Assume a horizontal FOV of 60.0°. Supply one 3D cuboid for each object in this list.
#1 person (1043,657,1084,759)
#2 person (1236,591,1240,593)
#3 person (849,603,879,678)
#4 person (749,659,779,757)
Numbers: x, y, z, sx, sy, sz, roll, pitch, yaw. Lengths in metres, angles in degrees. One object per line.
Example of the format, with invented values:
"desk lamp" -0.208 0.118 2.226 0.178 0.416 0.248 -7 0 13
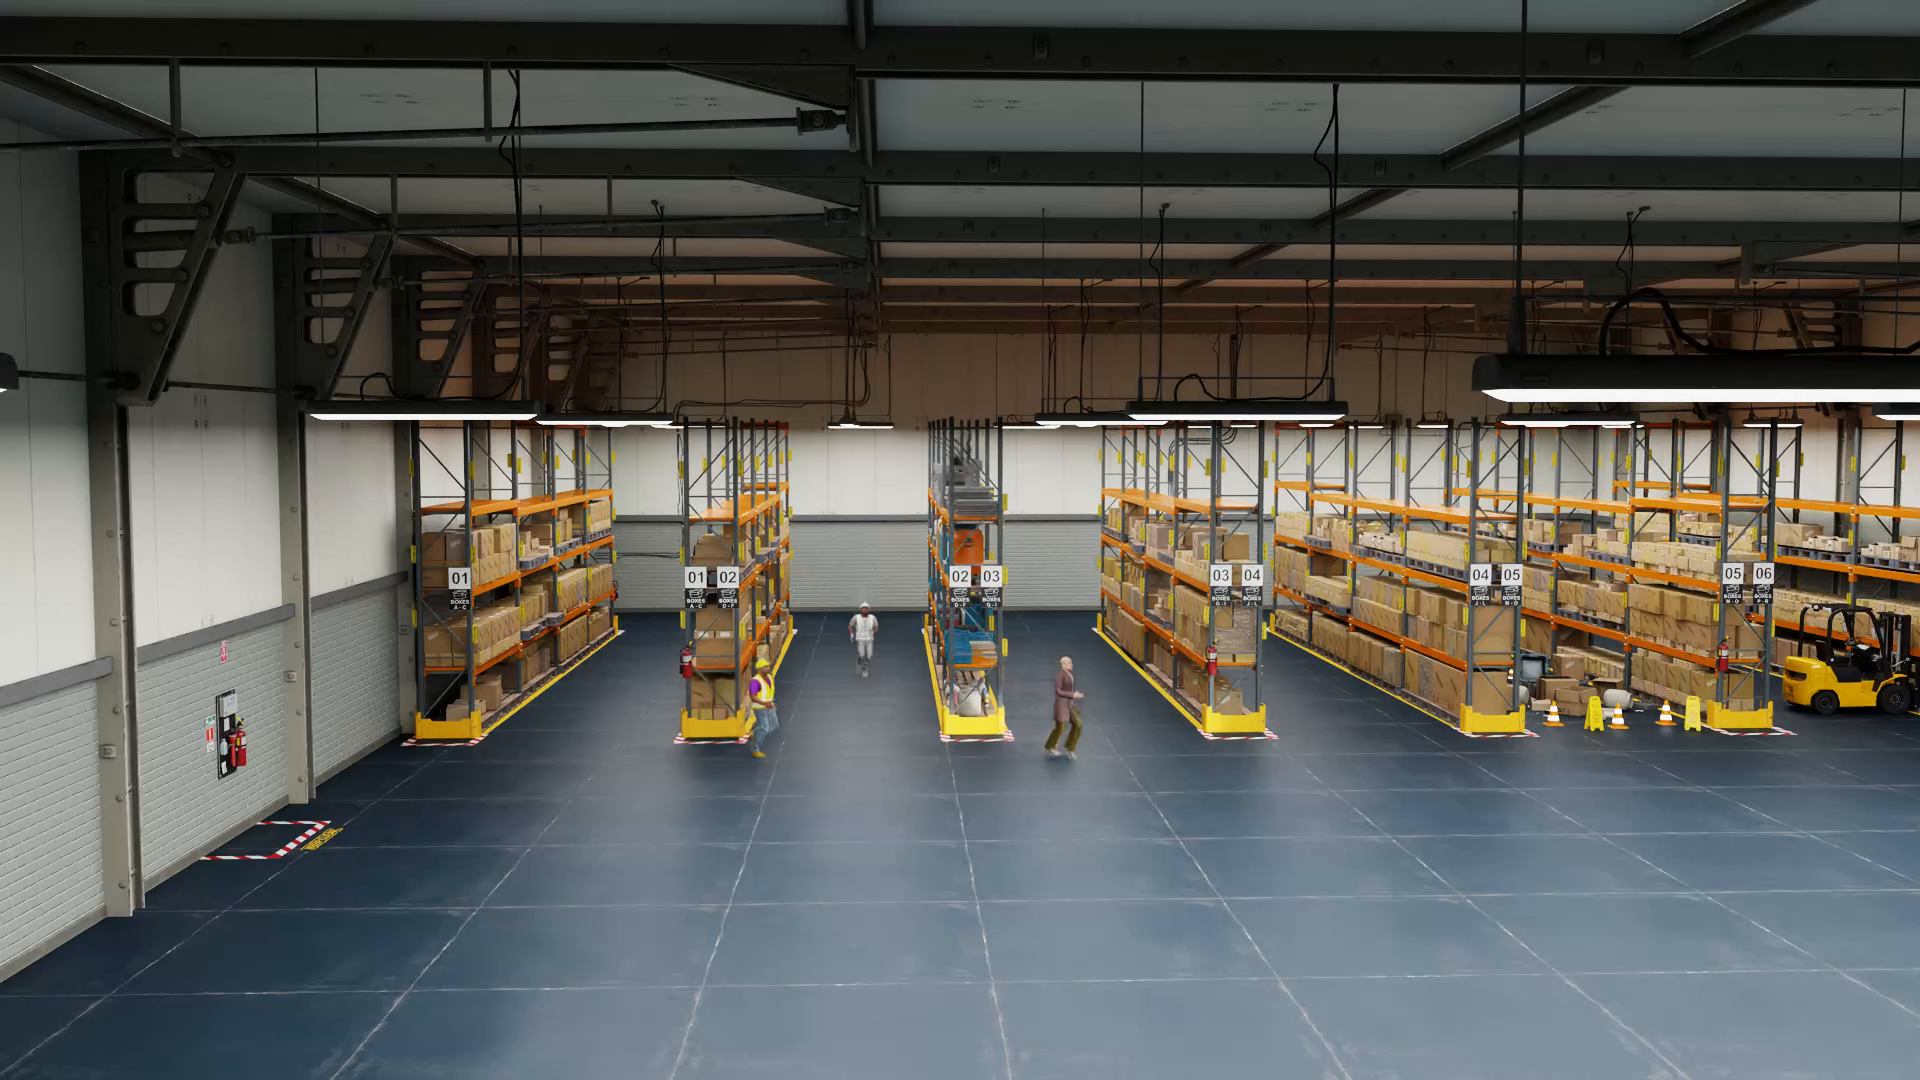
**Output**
"person" 1.857 3.064 29.087 0.783 1.659 0.728 2 4 33
"person" 7.738 1.821 47.093 0.714 1.771 0.754 1 4 19
"person" -2.183 2.311 38.173 0.675 1.735 0.604 -1 4 -14
"person" -3.454 2.956 29.318 0.644 1.725 0.737 2 4 26
